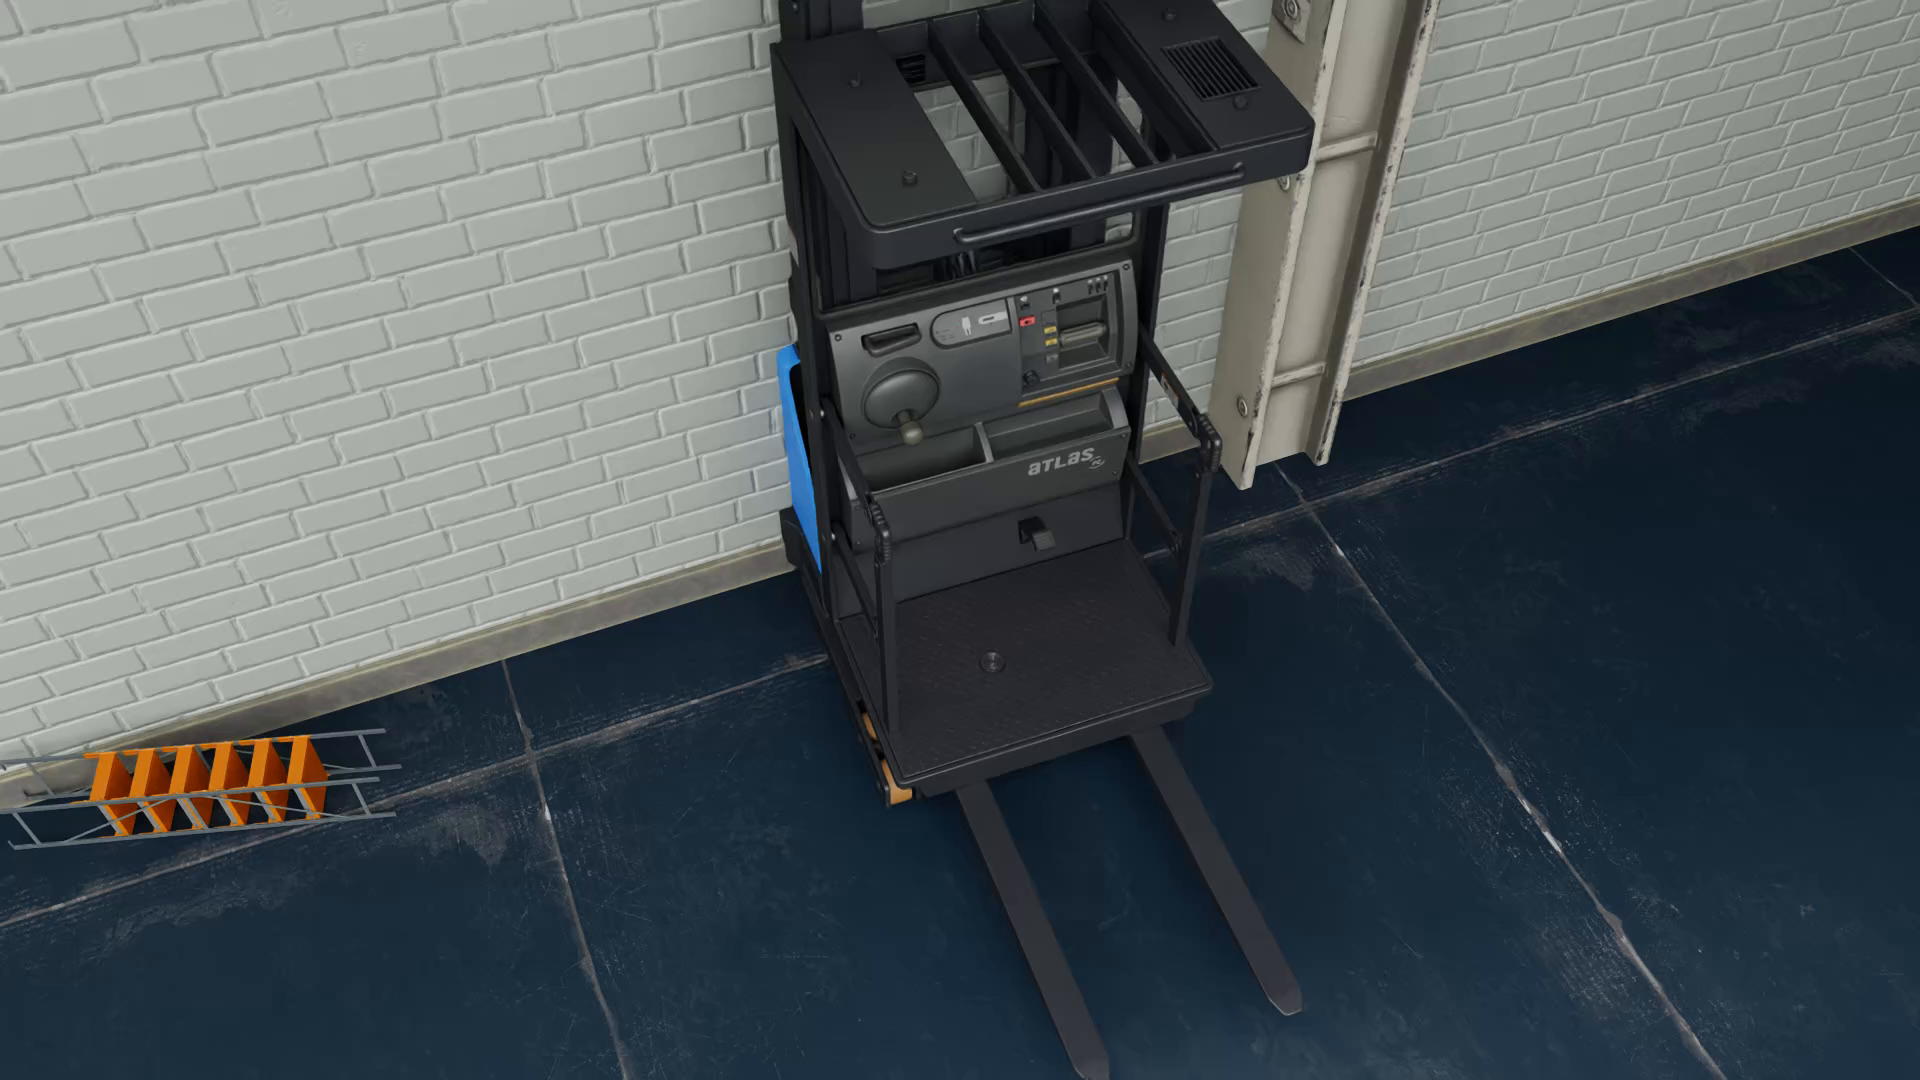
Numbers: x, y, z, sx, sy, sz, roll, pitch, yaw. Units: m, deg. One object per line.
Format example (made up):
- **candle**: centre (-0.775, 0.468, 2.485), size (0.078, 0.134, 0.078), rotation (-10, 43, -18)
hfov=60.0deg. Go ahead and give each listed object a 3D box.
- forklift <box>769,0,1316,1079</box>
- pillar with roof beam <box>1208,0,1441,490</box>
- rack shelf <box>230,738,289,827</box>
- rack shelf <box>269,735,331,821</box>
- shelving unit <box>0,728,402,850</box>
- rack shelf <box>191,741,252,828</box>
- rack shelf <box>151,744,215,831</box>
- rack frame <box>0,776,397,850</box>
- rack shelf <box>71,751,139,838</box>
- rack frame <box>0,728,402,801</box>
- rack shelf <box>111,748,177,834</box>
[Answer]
- **forklift**: centre (0.156, -0.446, 4.701), size (1.130, 2.935, 3.031), rotation (-16, 51, -13)
- **pillar with roof beam**: centre (2.832, -0.264, 0.545), size (0.400, 9.000, 9.100), rotation (-17, 52, -14)
- **rack shelf**: centre (-2.262, 0.790, 5.394), size (0.103, 0.258, 0.180), rotation (-4, 51, -5)
- **rack shelf**: centre (-2.143, 0.780, 5.405), size (0.103, 0.258, 0.180), rotation (-4, 51, -5)
- **shelving unit**: centre (-2.456, 0.804, 5.376), size (1.200, 0.258, 0.189), rotation (-4, 51, -5)
- **rack shelf**: centre (-2.381, 0.799, 5.383), size (0.103, 0.258, 0.180), rotation (-4, 51, -5)
- **rack shelf**: centre (-2.500, 0.808, 5.372), size (0.103, 0.258, 0.180), rotation (-4, 51, -5)
- **rack frame**: centre (-2.445, 0.875, 5.318), size (1.200, 0.240, 0.006), rotation (-4, 51, -5)
- **rack shelf**: centre (-2.738, 0.826, 5.349), size (0.103, 0.258, 0.180), rotation (-4, 51, -5)
- **rack frame**: centre (-2.467, 0.734, 5.433), size (1.200, 0.240, 0.006), rotation (-4, 51, -5)
- **rack shelf**: centre (-2.619, 0.817, 5.360), size (0.103, 0.258, 0.180), rotation (-4, 51, -5)
